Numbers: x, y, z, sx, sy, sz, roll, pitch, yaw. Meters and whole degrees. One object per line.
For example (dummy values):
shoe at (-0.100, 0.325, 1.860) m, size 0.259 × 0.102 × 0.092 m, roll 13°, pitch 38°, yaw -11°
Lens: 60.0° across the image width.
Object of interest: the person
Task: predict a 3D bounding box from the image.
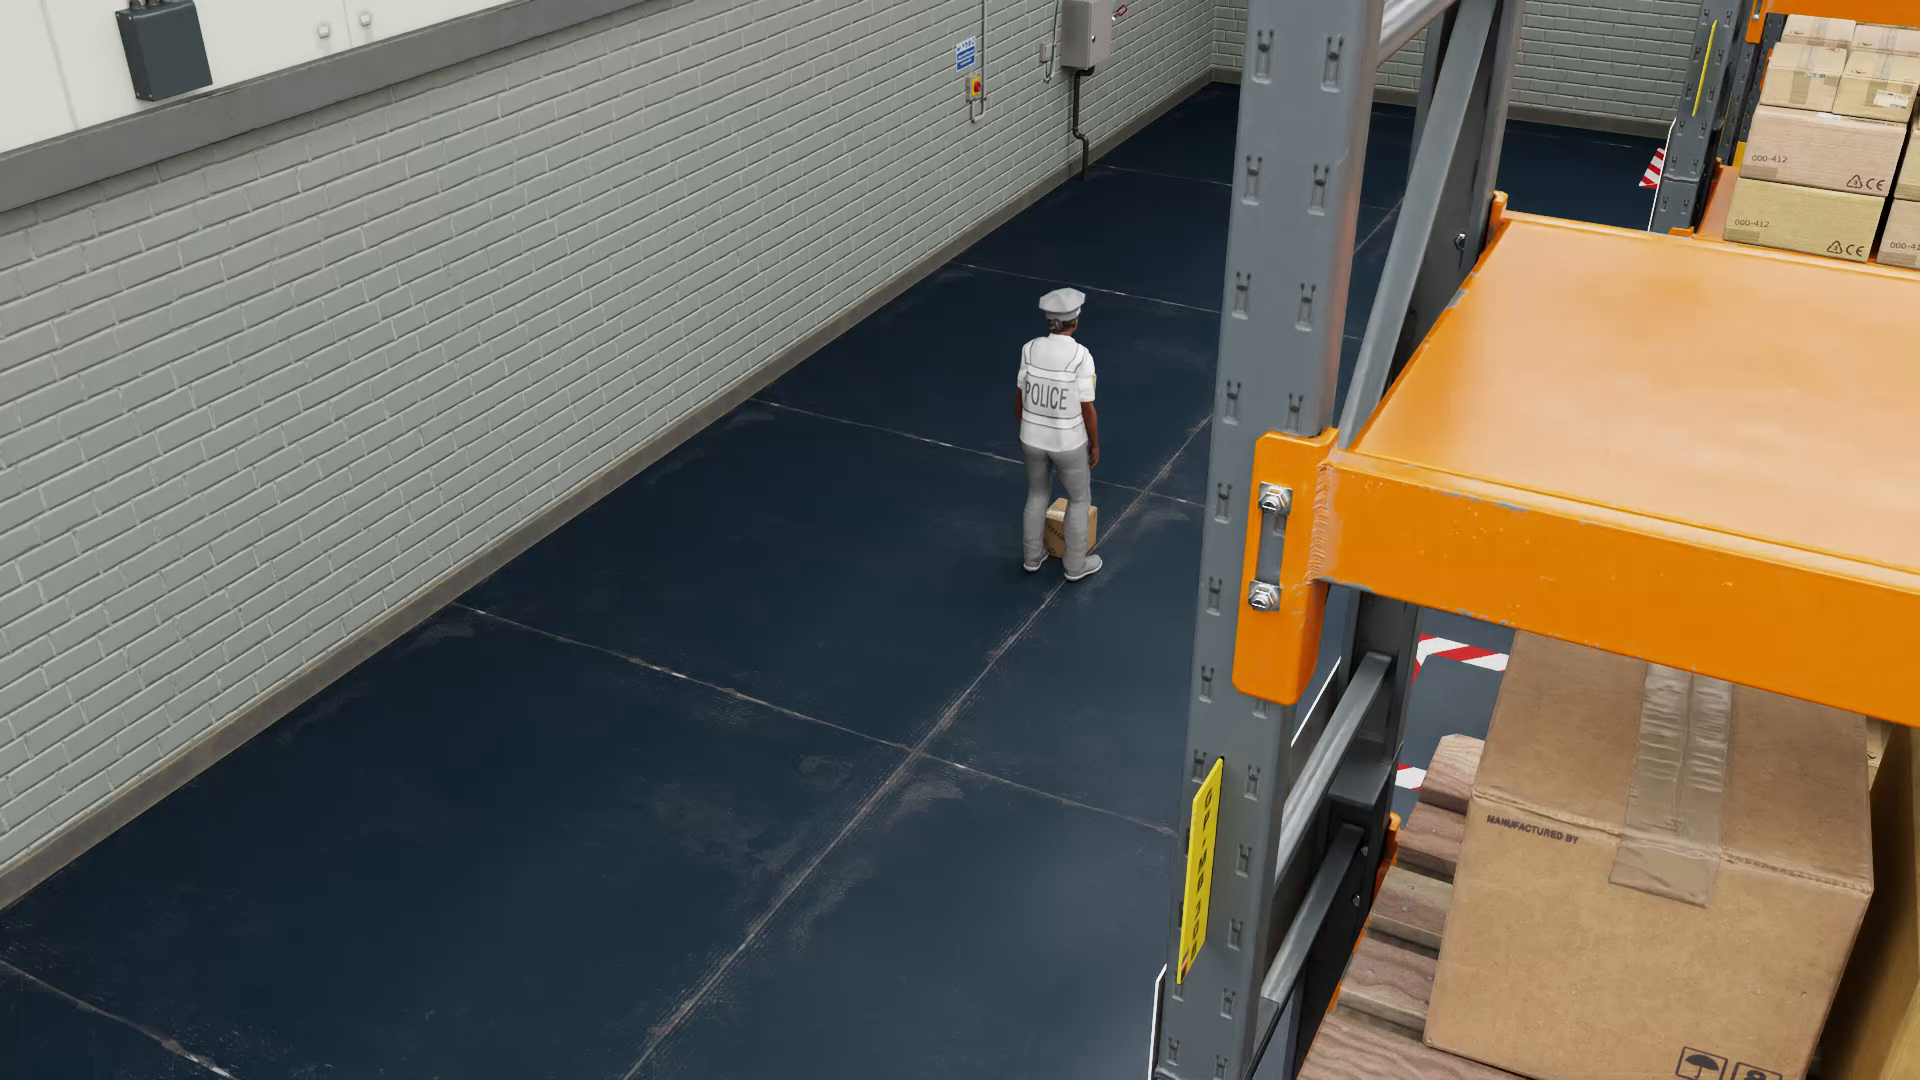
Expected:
person at (0.546, -0.557, 9.244) m, size 0.503 × 1.656 × 0.397 m, roll 14°, pitch 33°, yaw 23°
